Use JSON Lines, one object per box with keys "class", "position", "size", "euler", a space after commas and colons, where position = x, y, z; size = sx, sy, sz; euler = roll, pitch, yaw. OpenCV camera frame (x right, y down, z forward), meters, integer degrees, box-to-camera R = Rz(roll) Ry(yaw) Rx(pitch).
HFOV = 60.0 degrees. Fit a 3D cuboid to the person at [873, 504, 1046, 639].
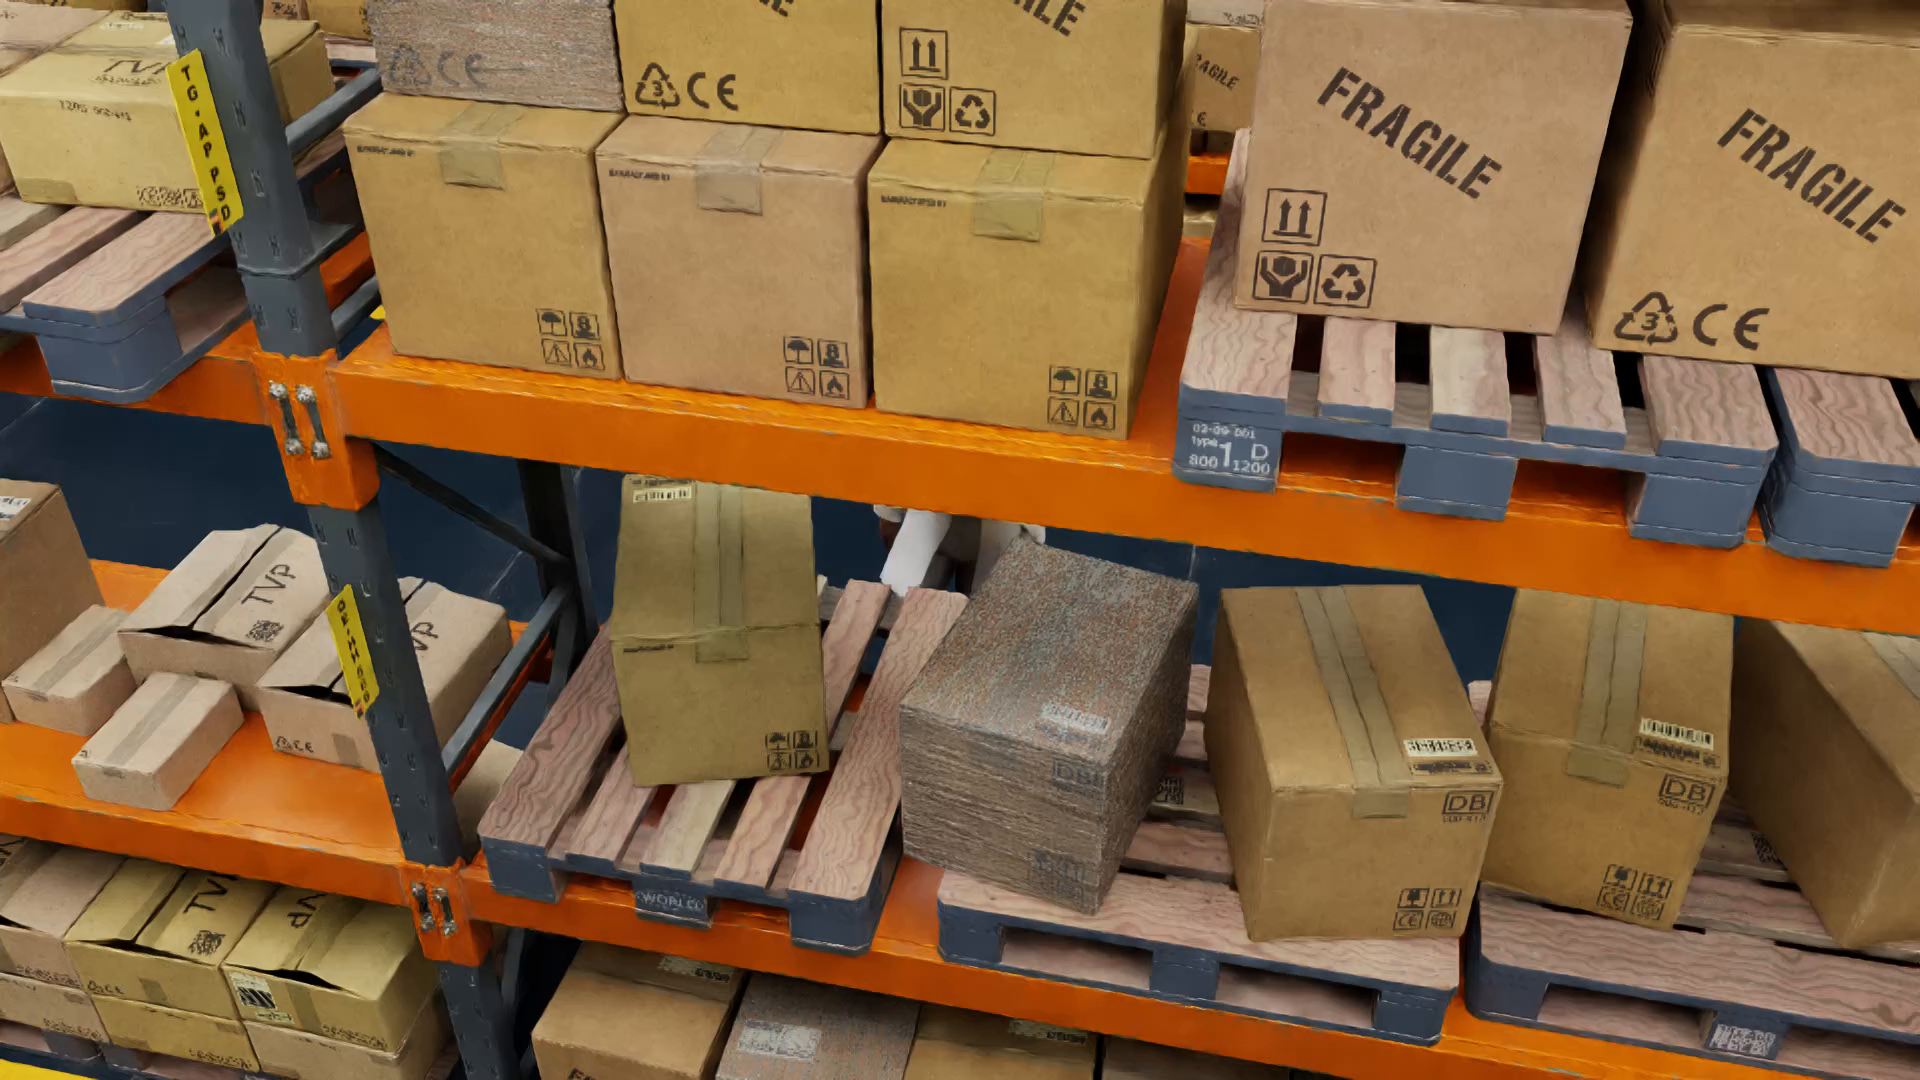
{"class": "person", "position": [-0.007, -0.004, 6.152], "size": [0.700, 1.776, 0.524], "euler": [2, 36, 2]}
